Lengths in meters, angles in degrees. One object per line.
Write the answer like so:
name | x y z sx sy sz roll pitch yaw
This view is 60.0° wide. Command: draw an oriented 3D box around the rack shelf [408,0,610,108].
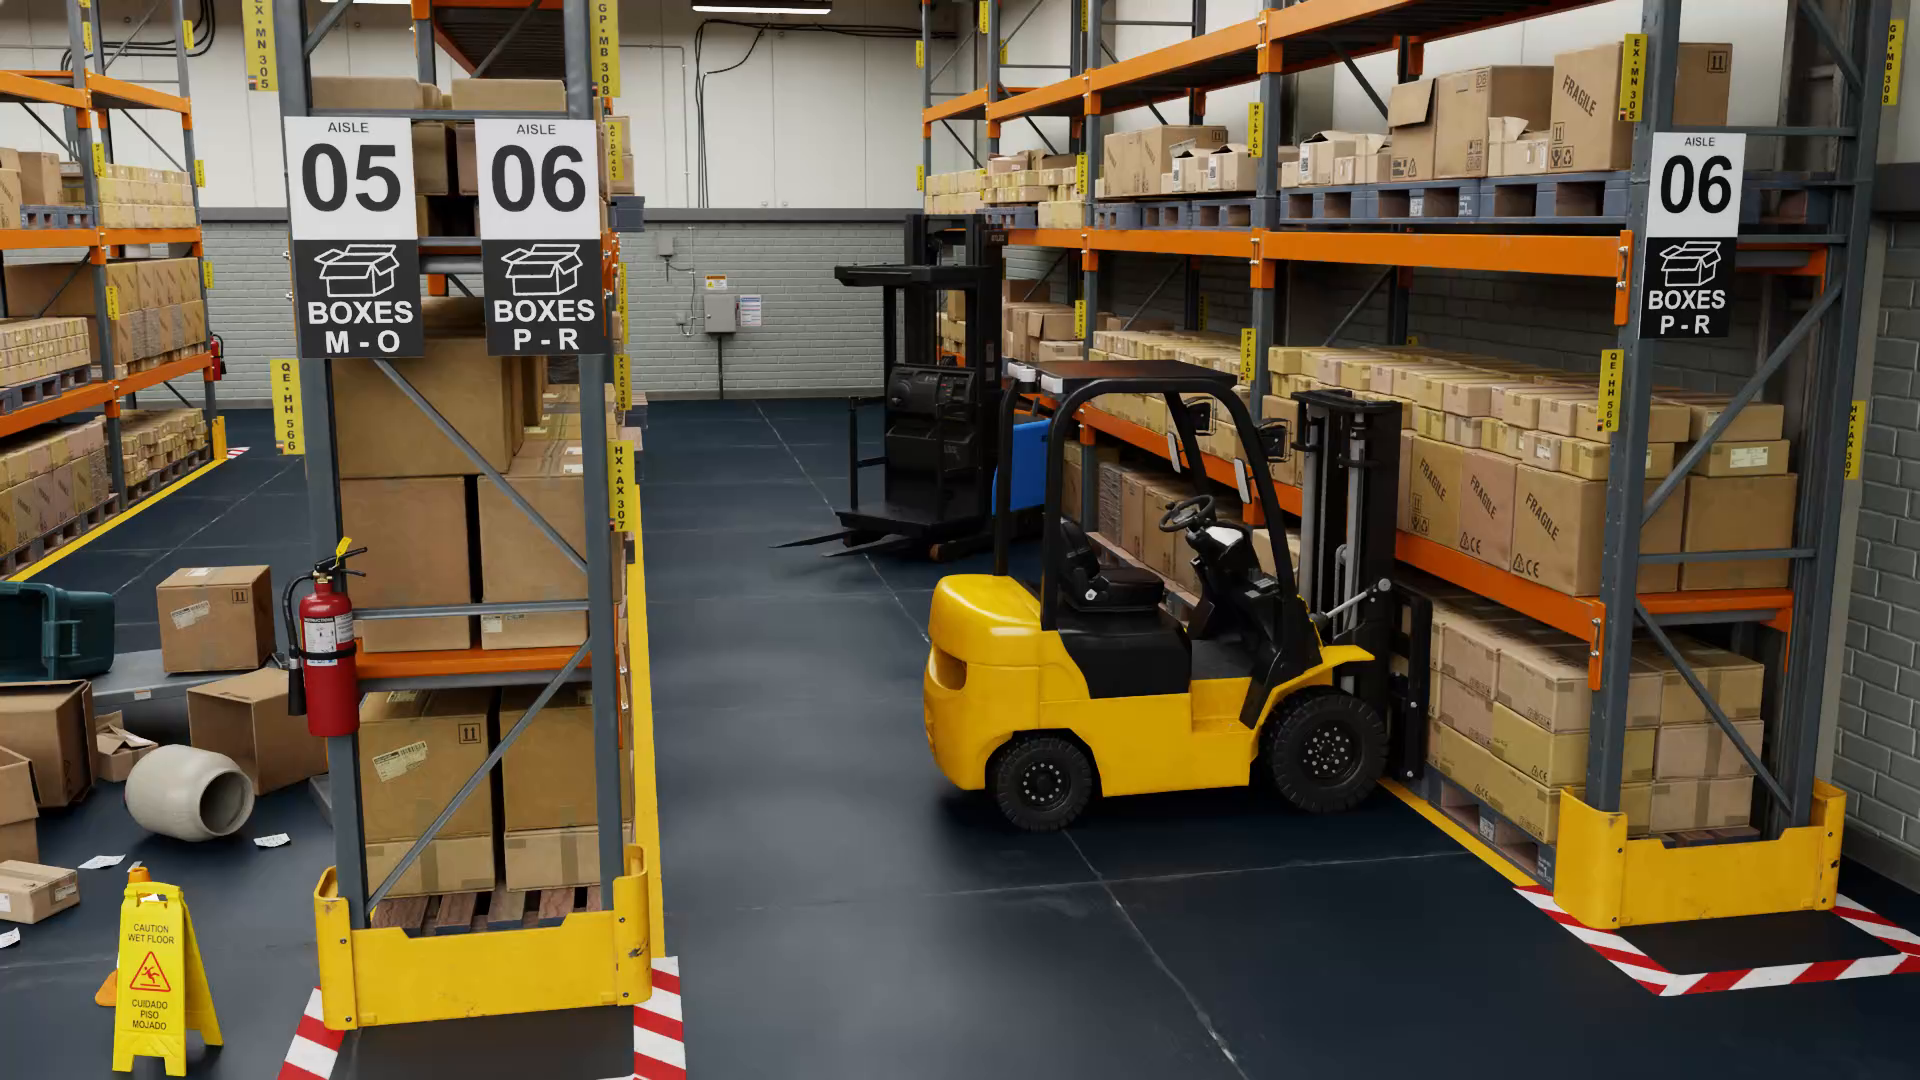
rack shelf | -2.906 -3.244 11.220 1.077 0.370 4.000 -2 11 -11

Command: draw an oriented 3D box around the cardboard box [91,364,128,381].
cardboard box | -8.643 -1.689 16.773 0.380 0.149 0.250 -2 11 -9

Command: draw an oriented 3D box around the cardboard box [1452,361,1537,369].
cardboard box | 2.927 -0.891 9.113 0.380 0.149 0.250 -2 11 -12

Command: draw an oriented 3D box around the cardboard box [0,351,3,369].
cardboard box | -8.188 -1.485 13.781 0.380 0.149 0.250 -2 11 -11

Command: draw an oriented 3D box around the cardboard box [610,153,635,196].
cardboard box | -2.238 -2.208 10.083 0.500 0.250 0.500 -2 11 -13

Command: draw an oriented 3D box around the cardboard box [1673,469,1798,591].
cardboard box | 3.305 -0.077 7.367 0.500 0.500 0.500 -2 11 -9

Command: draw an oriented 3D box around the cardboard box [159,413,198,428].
cardboard box | -9.168 -1.401 19.500 0.380 0.149 0.250 -2 11 -12

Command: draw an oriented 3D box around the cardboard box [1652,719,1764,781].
cardboard box | 3.241 0.878 7.510 0.500 0.250 0.500 -2 11 -10

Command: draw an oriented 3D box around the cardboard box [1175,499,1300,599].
cardboard box | 2.095 0.061 12.133 0.875 0.625 0.625 -2 11 -12

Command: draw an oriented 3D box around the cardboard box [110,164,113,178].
cardboard box | -8.853 -3.747 16.890 0.380 0.149 0.250 -2 11 -12

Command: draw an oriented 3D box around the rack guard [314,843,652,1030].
rack guard | -1.754 1.468 6.201 1.175 0.500 0.348 -2 11 -11

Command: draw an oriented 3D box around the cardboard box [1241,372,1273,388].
cardboard box | 2.067 -1.083 10.917 0.380 0.149 0.250 -2 11 -9

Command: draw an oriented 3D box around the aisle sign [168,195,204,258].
aisle sign | -9.407 -3.784 20.153 0.394 0.787 0.004 -2 11 -11

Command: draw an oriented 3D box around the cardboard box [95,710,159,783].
cardboard box | -4.464 1.091 8.809 0.396 0.266 0.258 9 14 38

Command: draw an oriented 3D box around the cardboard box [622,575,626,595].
cardboard box | -2.038 0.488 8.888 0.500 0.500 0.500 -2 11 -10

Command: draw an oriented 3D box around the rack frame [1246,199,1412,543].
rack frame | 2.351 -0.661 10.701 1.000 3.000 0.127 -2 11 -11

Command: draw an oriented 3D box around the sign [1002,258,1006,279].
sign | 0.565 -3.602 22.213 0.100 0.325 0.005 -2 11 -11

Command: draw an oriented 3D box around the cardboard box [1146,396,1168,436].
cardboard box | 1.719 -0.949 12.614 0.500 0.250 0.500 -2 11 -9

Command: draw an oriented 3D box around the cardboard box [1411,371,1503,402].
cardboard box | 2.548 -0.780 8.530 0.380 0.149 0.250 -2 11 -10

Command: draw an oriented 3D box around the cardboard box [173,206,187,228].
cardboard box | -9.233 -3.715 19.124 0.500 0.250 0.500 -2 11 -11

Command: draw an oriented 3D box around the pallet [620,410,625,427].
pallet | -2.870 -0.758 11.721 1.003 0.211 1.213 -2 11 -11

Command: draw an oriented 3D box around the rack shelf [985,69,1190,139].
rack shelf | 1.184 -4.159 16.026 1.077 0.370 4.000 -2 11 -11

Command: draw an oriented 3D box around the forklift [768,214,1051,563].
forklift | -0.390 -1.349 14.496 1.130 2.935 3.031 8 14 38

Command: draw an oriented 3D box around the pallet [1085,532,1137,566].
pallet | 1.695 0.128 14.015 1.003 0.211 1.213 -2 11 -11

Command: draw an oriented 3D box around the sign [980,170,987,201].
sign | 0.264 -3.835 17.970 0.100 0.325 0.005 -2 11 -11

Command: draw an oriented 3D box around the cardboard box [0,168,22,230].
cardboard box | -8.188 -2.835 13.832 0.500 0.500 0.500 -2 11 -11

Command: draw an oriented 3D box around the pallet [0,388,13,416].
pallet | -8.374 -1.048 13.244 1.213 0.211 1.003 -2 11 -11

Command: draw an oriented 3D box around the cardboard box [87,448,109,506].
cardboard box | -8.518 -0.600 15.944 0.500 0.500 0.500 -2 11 -12

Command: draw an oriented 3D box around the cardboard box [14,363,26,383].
cardboard box | -8.280 -1.430 14.291 0.380 0.149 0.250 -2 11 -10

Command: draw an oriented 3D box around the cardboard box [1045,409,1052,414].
cardboard box | 1.149 -1.368 18.244 0.380 0.149 0.250 -3 11 -13

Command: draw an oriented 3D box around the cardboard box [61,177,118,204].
cardboard box | -8.767 -3.491 16.611 0.500 0.250 0.500 -2 11 -9

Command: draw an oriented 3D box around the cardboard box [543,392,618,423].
cardboard box | -2.080 -0.508 8.836 0.500 0.500 0.500 -2 11 -9

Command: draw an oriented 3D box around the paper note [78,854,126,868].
paper note | -3.894 1.456 7.551 0.148 0.019 0.142 2 11 9

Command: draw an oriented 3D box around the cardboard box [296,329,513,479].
cardboard box | -2.053 -0.518 6.214 0.700 0.500 0.500 -2 11 -12

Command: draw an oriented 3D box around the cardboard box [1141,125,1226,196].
cardboard box | 1.673 -2.844 12.491 0.500 0.500 0.500 -2 11 -10

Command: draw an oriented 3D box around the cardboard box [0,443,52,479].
cardboard box | -8.210 -0.681 14.363 0.500 0.250 0.500 -2 11 -11

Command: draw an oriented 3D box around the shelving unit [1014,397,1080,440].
shelving unit | 0.610 -0.813 16.020 0.538 1.125 1.048 12 4 -23

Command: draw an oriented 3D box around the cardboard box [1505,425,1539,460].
cardboard box | 2.717 -0.444 7.559 0.380 0.149 0.250 -2 11 -10

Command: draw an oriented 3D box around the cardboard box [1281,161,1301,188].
cardboard box | 2.140 -2.173 9.905 0.380 0.149 0.250 -2 11 -10

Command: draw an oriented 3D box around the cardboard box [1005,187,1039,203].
cardboard box | 0.664 -3.477 16.756 0.380 0.149 0.250 -2 11 -12

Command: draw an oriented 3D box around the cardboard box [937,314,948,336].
cardboard box | -0.061 -2.749 21.276 0.500 0.250 0.500 -2 11 -10

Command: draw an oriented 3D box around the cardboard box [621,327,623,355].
cardboard box | -2.508 -1.161 11.140 0.500 0.500 0.500 -2 11 -11

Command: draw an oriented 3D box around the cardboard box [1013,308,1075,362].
cardboard box | 0.923 -2.048 16.597 0.700 0.500 0.500 -2 11 -11

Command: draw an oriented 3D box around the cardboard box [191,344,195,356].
cardboard box | -9.335 -2.262 19.785 0.380 0.149 0.250 -2 11 -11

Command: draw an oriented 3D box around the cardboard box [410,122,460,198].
cardboard box | -2.103 -1.376 6.042 0.500 0.250 0.500 -2 11 -12

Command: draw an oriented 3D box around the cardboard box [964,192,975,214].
cardboard box | 0.344 -3.849 19.031 0.500 0.250 0.500 -3 11 -13

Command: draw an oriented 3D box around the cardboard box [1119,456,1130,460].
cardboard box | 1.690 -0.551 15.686 0.500 0.500 0.500 -2 11 -11

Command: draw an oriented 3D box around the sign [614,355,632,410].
sign | -1.987 -0.926 9.779 0.100 0.325 0.005 -2 11 -11

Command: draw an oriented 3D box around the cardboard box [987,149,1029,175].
cardboard box | 0.511 -4.016 17.680 0.396 0.266 0.258 -2 11 -12

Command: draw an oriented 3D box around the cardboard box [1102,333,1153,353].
cardboard box | 1.399 -1.644 13.865 0.380 0.149 0.250 -2 11 -10

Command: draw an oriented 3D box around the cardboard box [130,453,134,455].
cardboard box | -8.803 -0.822 17.251 0.380 0.149 0.250 -2 11 -11

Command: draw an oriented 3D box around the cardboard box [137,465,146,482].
cardboard box | -8.717 -0.682 17.310 0.380 0.149 0.250 -2 11 -9
